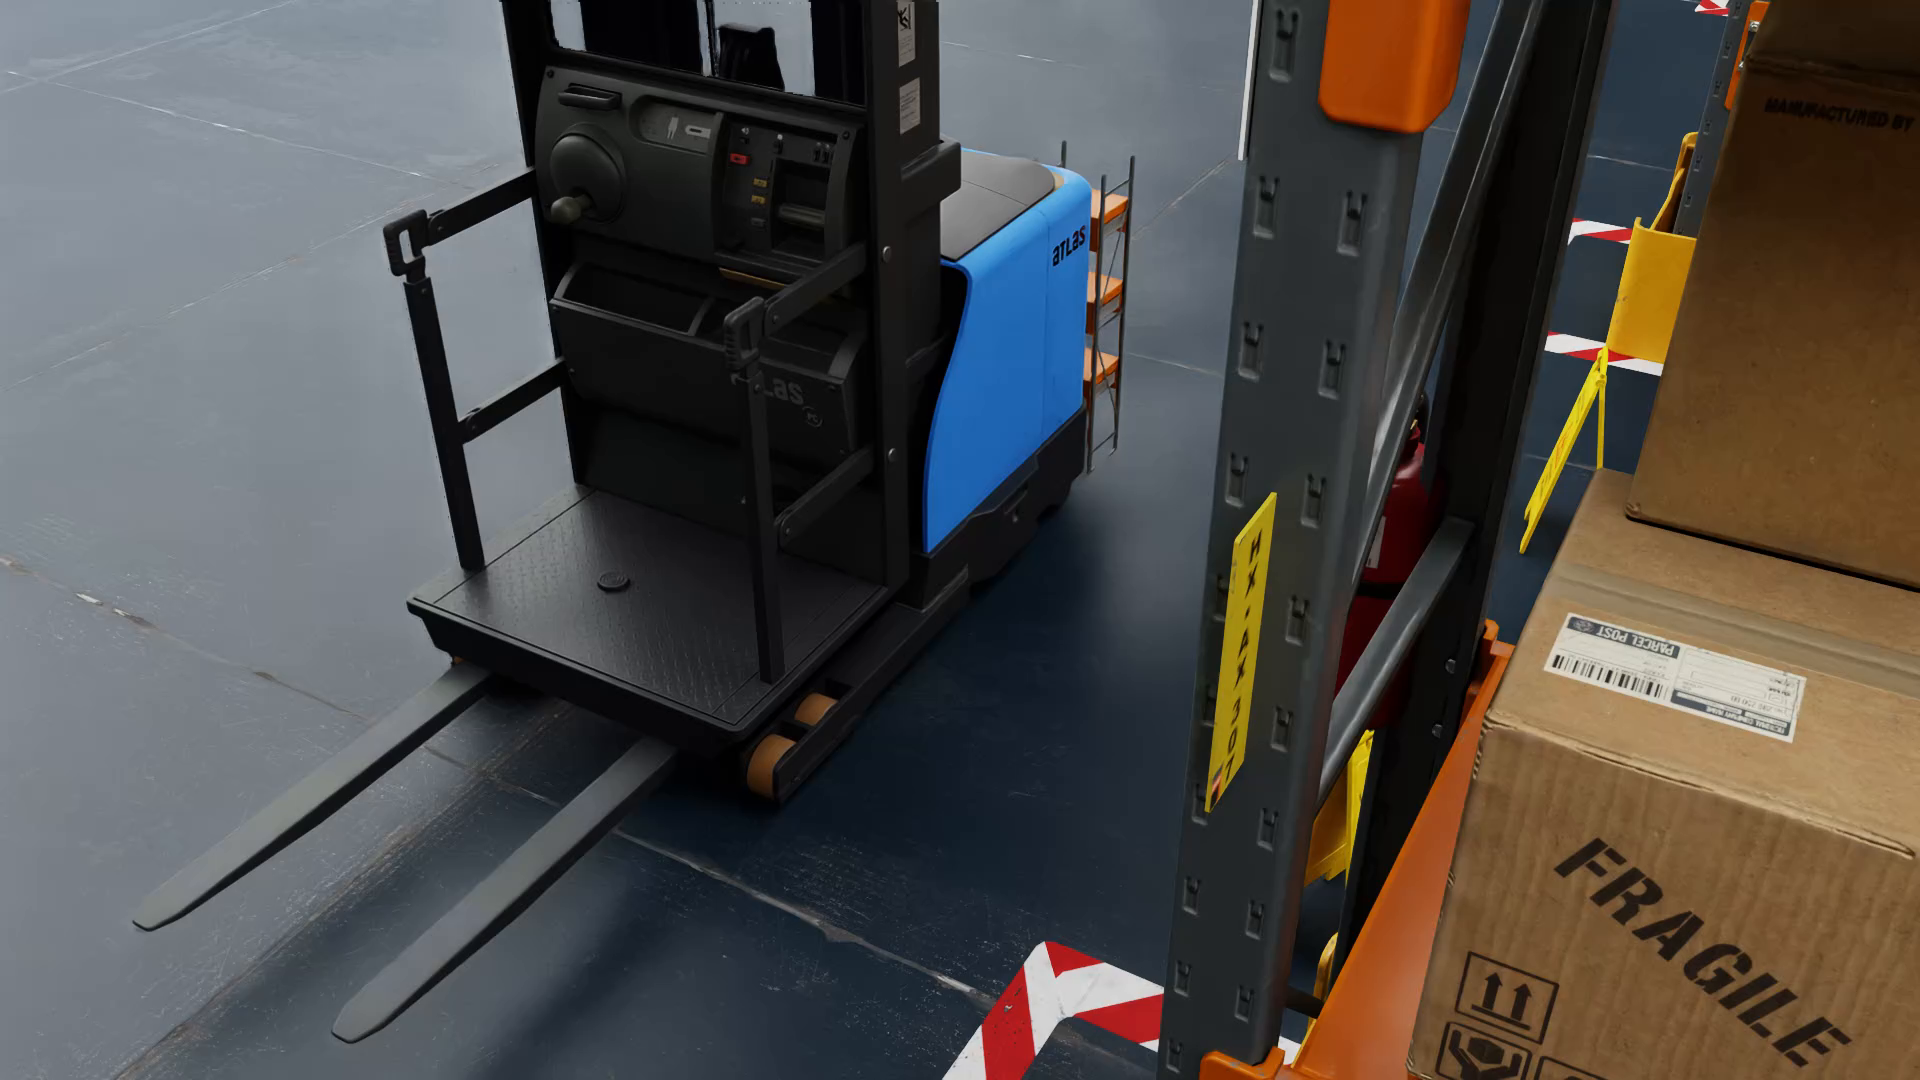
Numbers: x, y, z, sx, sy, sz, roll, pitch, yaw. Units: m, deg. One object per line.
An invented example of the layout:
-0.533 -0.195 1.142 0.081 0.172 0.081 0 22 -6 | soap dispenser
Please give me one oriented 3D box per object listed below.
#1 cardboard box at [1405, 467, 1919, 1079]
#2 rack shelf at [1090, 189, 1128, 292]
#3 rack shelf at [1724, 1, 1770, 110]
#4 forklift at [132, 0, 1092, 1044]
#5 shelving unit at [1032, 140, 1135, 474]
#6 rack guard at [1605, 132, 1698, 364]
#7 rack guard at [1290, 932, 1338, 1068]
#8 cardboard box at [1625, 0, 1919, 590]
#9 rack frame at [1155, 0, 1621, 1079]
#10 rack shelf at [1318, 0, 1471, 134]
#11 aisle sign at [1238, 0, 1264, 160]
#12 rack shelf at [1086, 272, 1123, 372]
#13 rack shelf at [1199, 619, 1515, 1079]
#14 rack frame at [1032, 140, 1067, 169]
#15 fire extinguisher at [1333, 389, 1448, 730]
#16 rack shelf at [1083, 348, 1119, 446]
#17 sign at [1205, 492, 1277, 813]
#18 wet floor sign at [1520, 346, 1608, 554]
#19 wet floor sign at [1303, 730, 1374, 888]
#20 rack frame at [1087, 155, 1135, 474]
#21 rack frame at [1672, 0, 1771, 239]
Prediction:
0.812 0.310 1.720 0.500 0.500 0.500 17 37 24 | cardboard box
0.382 -0.970 5.266 0.240 0.259 0.215 20 38 27 | rack shelf
4.643 -1.349 5.218 4.000 0.370 1.077 18 37 24 | rack shelf
-0.759 -0.845 3.875 1.130 2.935 3.031 18 37 24 | forklift
0.382 -0.743 5.418 0.252 1.050 0.215 20 38 27 | shelving unit
2.886 -1.165 6.548 0.348 0.500 1.175 18 37 24 | rack guard
0.604 1.273 2.888 0.348 0.500 1.175 18 37 24 | rack guard
1.090 -0.335 1.786 0.500 0.500 0.700 17 37 23 | cardboard box
0.537 0.213 2.224 0.053 2.616 0.949 18 37 24 | rack frame
2.275 -0.188 0.768 4.000 0.370 1.077 18 37 24 | rack shelf
0.331 -0.738 1.307 0.004 0.787 0.394 18 37 24 | aisle sign
0.382 -0.734 5.424 0.240 0.259 0.215 20 38 27 | rack shelf
2.275 1.061 1.600 4.000 0.370 1.077 18 37 24 | rack shelf
0.280 -0.779 5.473 0.008 1.050 0.200 20 38 27 | rack frame
0.668 -0.010 2.628 0.183 0.674 0.296 18 37 24 | fire extinguisher
0.382 -0.502 5.577 0.240 0.259 0.215 20 38 27 | rack shelf
0.269 0.112 1.594 0.005 0.325 0.100 18 37 24 | sign
1.899 -0.274 5.079 0.232 0.644 0.267 11 35 16 | wet floor sign
0.904 0.624 3.730 0.267 0.644 0.232 -25 41 -33 | wet floor sign
0.484 -0.706 5.362 0.008 1.050 0.200 20 38 27 | rack frame
2.907 -2.198 5.845 0.127 3.000 1.000 18 37 24 | rack frame
